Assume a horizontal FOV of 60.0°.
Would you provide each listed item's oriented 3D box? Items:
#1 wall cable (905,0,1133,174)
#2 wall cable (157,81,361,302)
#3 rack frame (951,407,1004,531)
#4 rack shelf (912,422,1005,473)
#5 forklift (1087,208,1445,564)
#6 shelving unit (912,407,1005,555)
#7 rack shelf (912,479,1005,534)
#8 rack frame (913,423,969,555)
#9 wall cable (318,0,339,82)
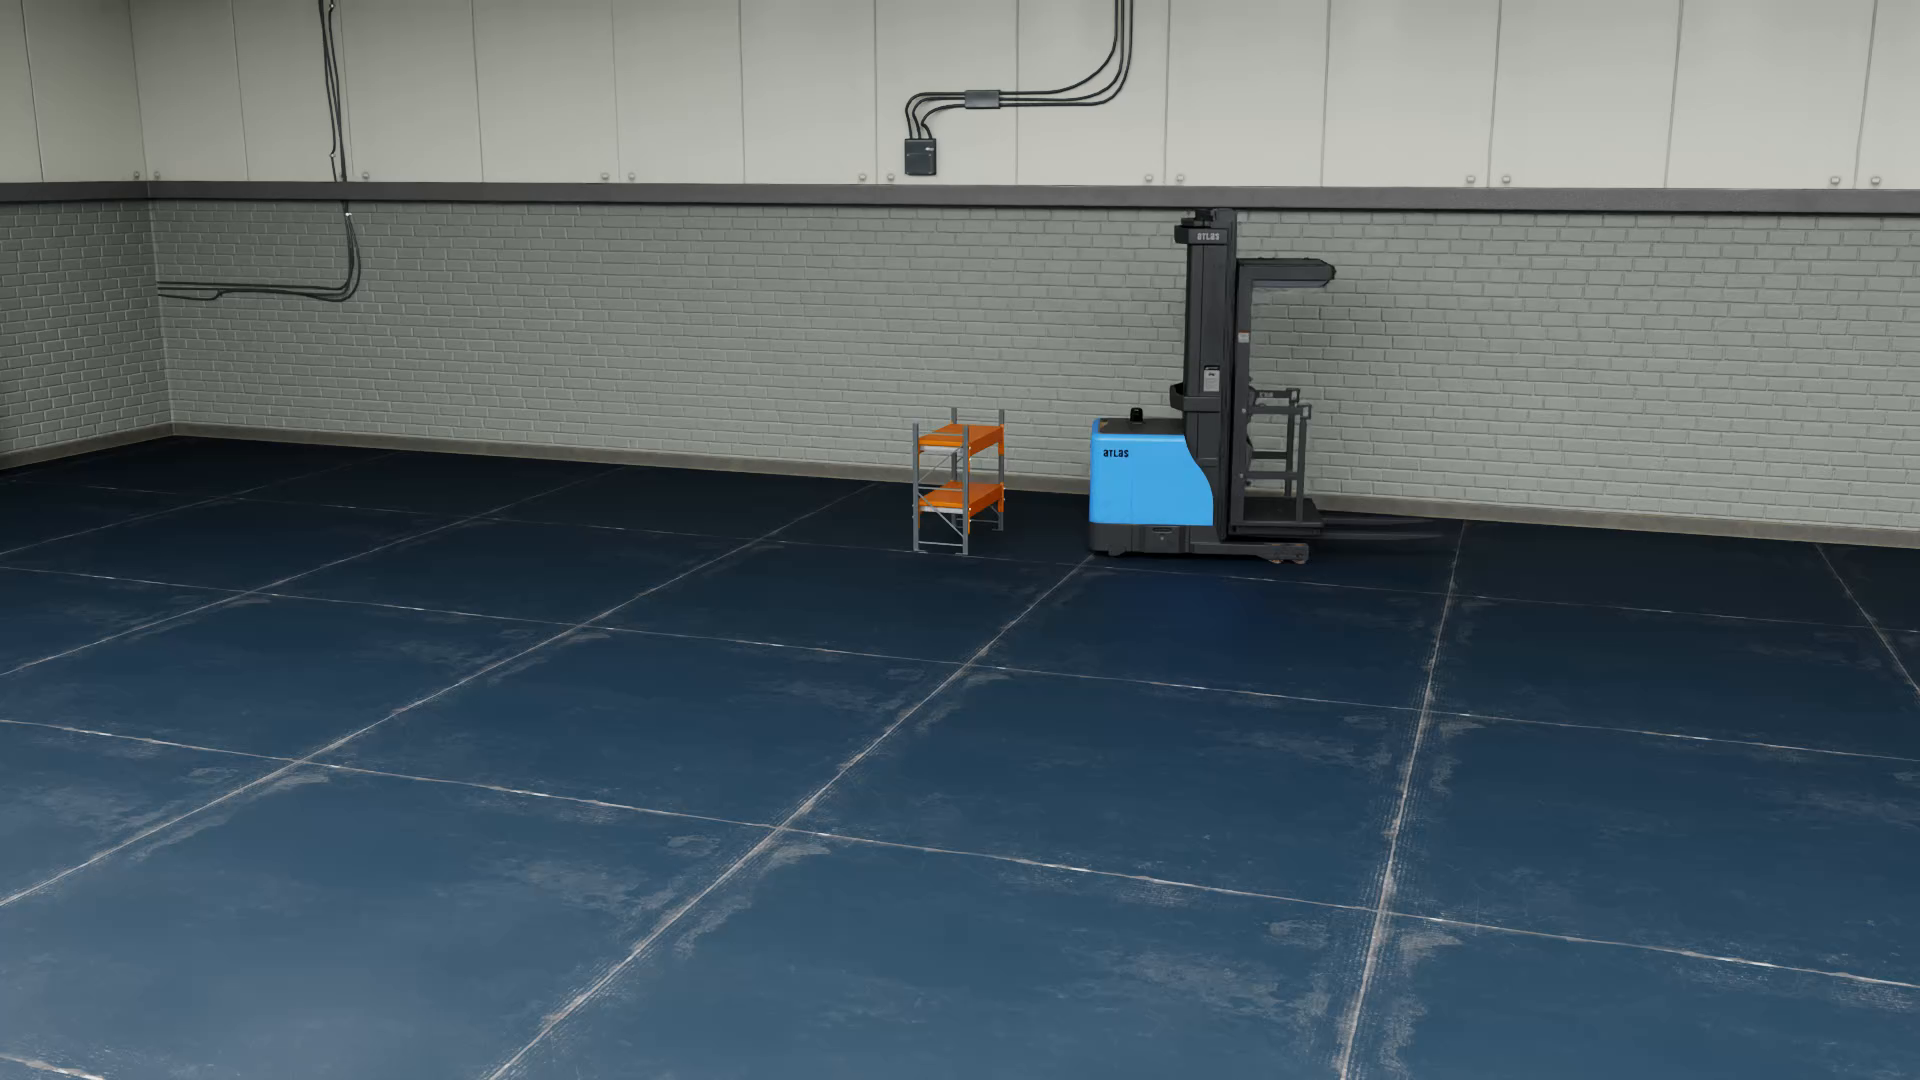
[{"bbox_3d":[0.542,-6.557,15.852,2.305,6.003,0.169,4,14,18],"label":"wall cable"},{"bbox_3d":[-8.435,-4.072,19.585,3.097,2.526,0.112,4,14,18],"label":"wall cable"},{"bbox_3d":[0.162,-0.654,15.325,0.500,1.125,0.032,4,14,18],"label":"rack frame"},{"bbox_3d":[-0.002,-0.832,14.791,0.538,0.278,1.000,4,14,18],"label":"rack shelf"},{"bbox_3d":[2.650,-1.352,14.323,3.031,2.935,1.130,1,13,6],"label":"forklift"},{"bbox_3d":[-0.002,-0.547,14.857,0.538,1.125,1.048,4,14,18],"label":"shelving unit"},{"bbox_3d":[-0.002,-0.309,14.911,0.538,0.278,1.000,4,14,18],"label":"rack shelf"},{"bbox_3d":[-0.167,-0.440,14.388,0.500,1.125,0.032,4,14,18],"label":"rack frame"},{"bbox_3d":[-5.876,-6.340,18.170,3.097,2.526,0.112,4,14,18],"label":"wall cable"}]
